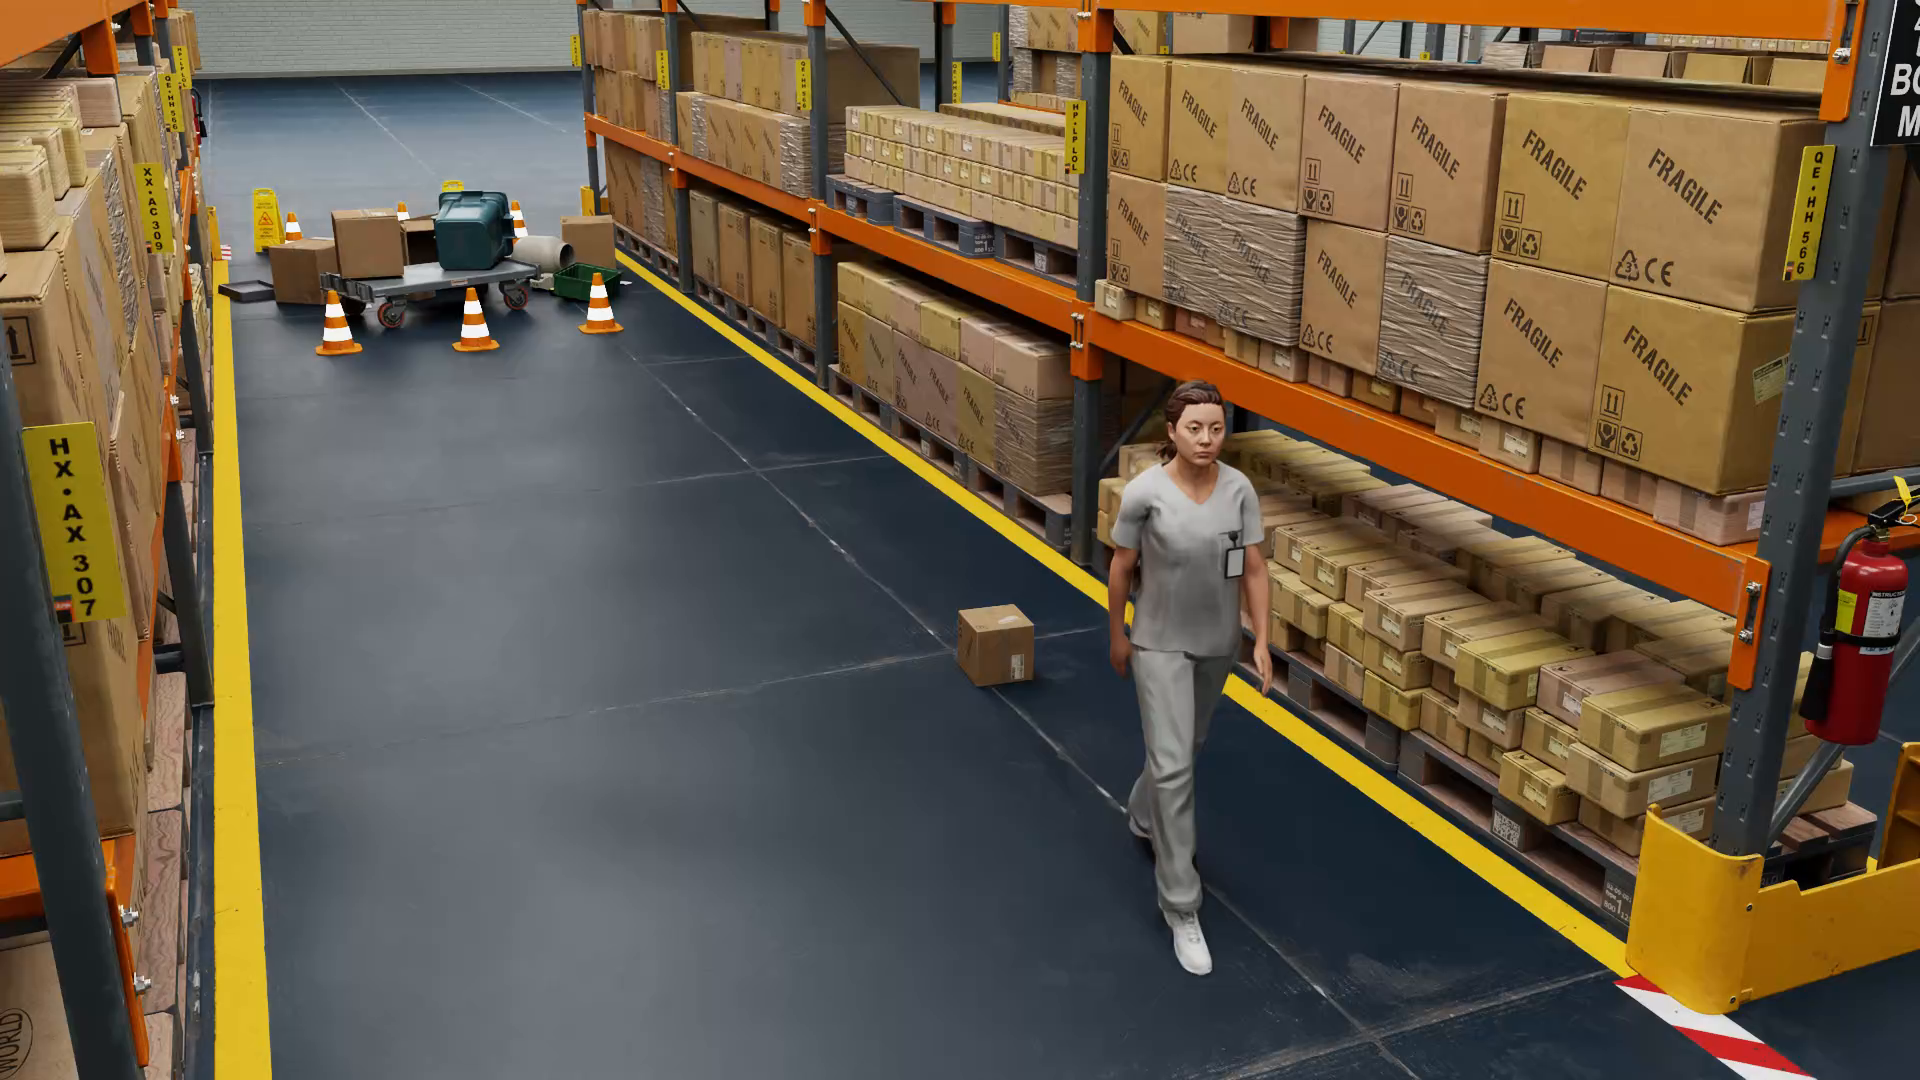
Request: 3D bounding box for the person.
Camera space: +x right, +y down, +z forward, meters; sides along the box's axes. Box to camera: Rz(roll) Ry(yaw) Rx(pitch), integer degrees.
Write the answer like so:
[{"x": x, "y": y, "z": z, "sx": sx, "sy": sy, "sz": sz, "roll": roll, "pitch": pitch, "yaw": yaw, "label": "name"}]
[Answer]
[{"x": 0.715, "y": 0.353, "z": 5.035, "sx": 0.457, "sy": 1.672, "sz": 0.848, "roll": -6, "pitch": 20, "yaw": -16, "label": "person"}]
